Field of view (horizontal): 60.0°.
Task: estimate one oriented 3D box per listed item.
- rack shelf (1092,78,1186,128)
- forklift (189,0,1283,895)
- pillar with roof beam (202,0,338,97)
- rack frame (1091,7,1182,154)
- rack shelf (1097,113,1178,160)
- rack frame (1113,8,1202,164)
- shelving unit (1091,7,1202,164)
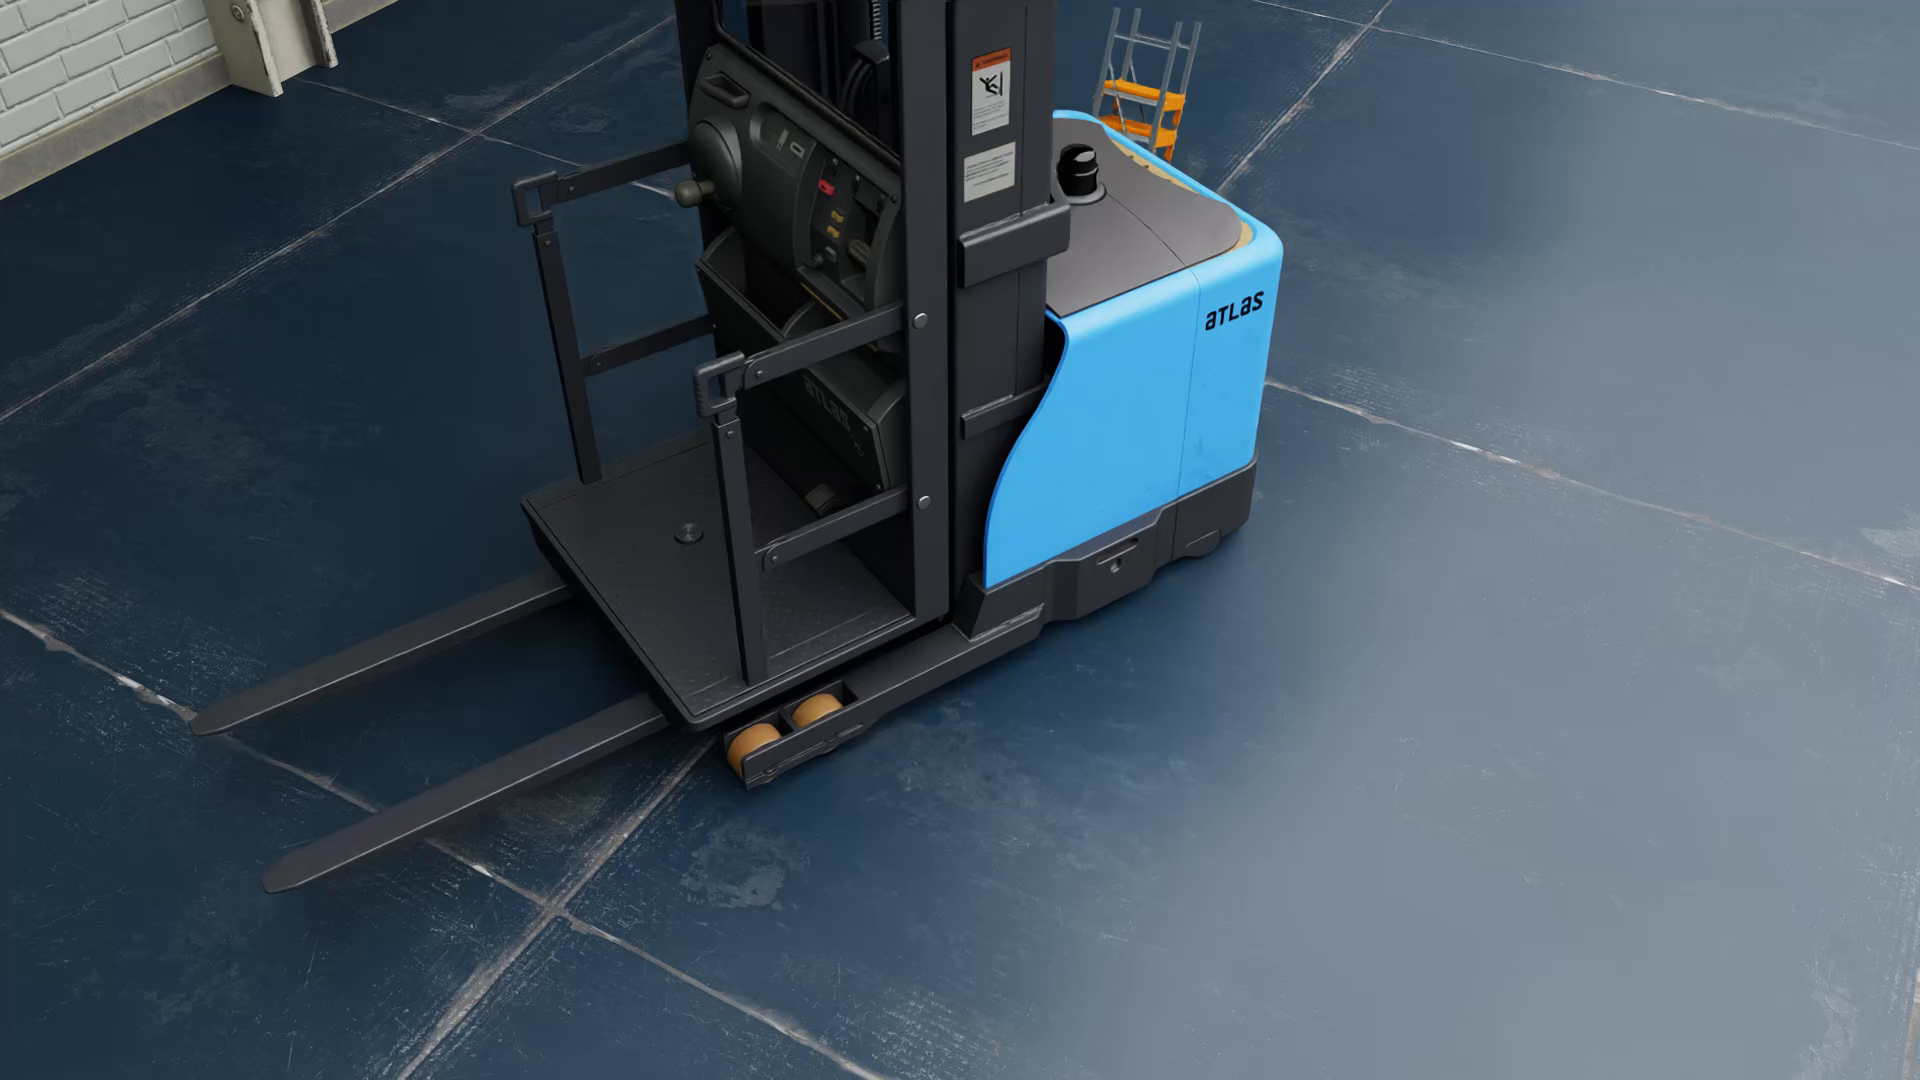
[{"bbox_3d":[0.600,-1.466,5.570,0.258,0.103,0.180,21,24,22],"label":"rack shelf"},{"bbox_3d":[-0.591,-0.839,3.985,3.031,2.935,1.130,-24,47,-25],"label":"forklift"},{"bbox_3d":[0.591,-4.121,3.121,9.100,9.000,0.400,21,45,22],"label":"pillar with roof beam"},{"bbox_3d":[0.500,-1.156,5.612,0.240,1.200,0.006,21,24,22],"label":"rack frame"},{"bbox_3d":[0.578,-1.357,5.616,0.258,0.103,0.180,21,24,22],"label":"rack shelf"},{"bbox_3d":[0.585,-1.204,5.767,0.240,1.200,0.006,21,24,22],"label":"rack frame"},{"bbox_3d":[0.542,-1.180,5.690,0.258,1.200,0.189,21,24,22],"label":"shelving unit"}]
